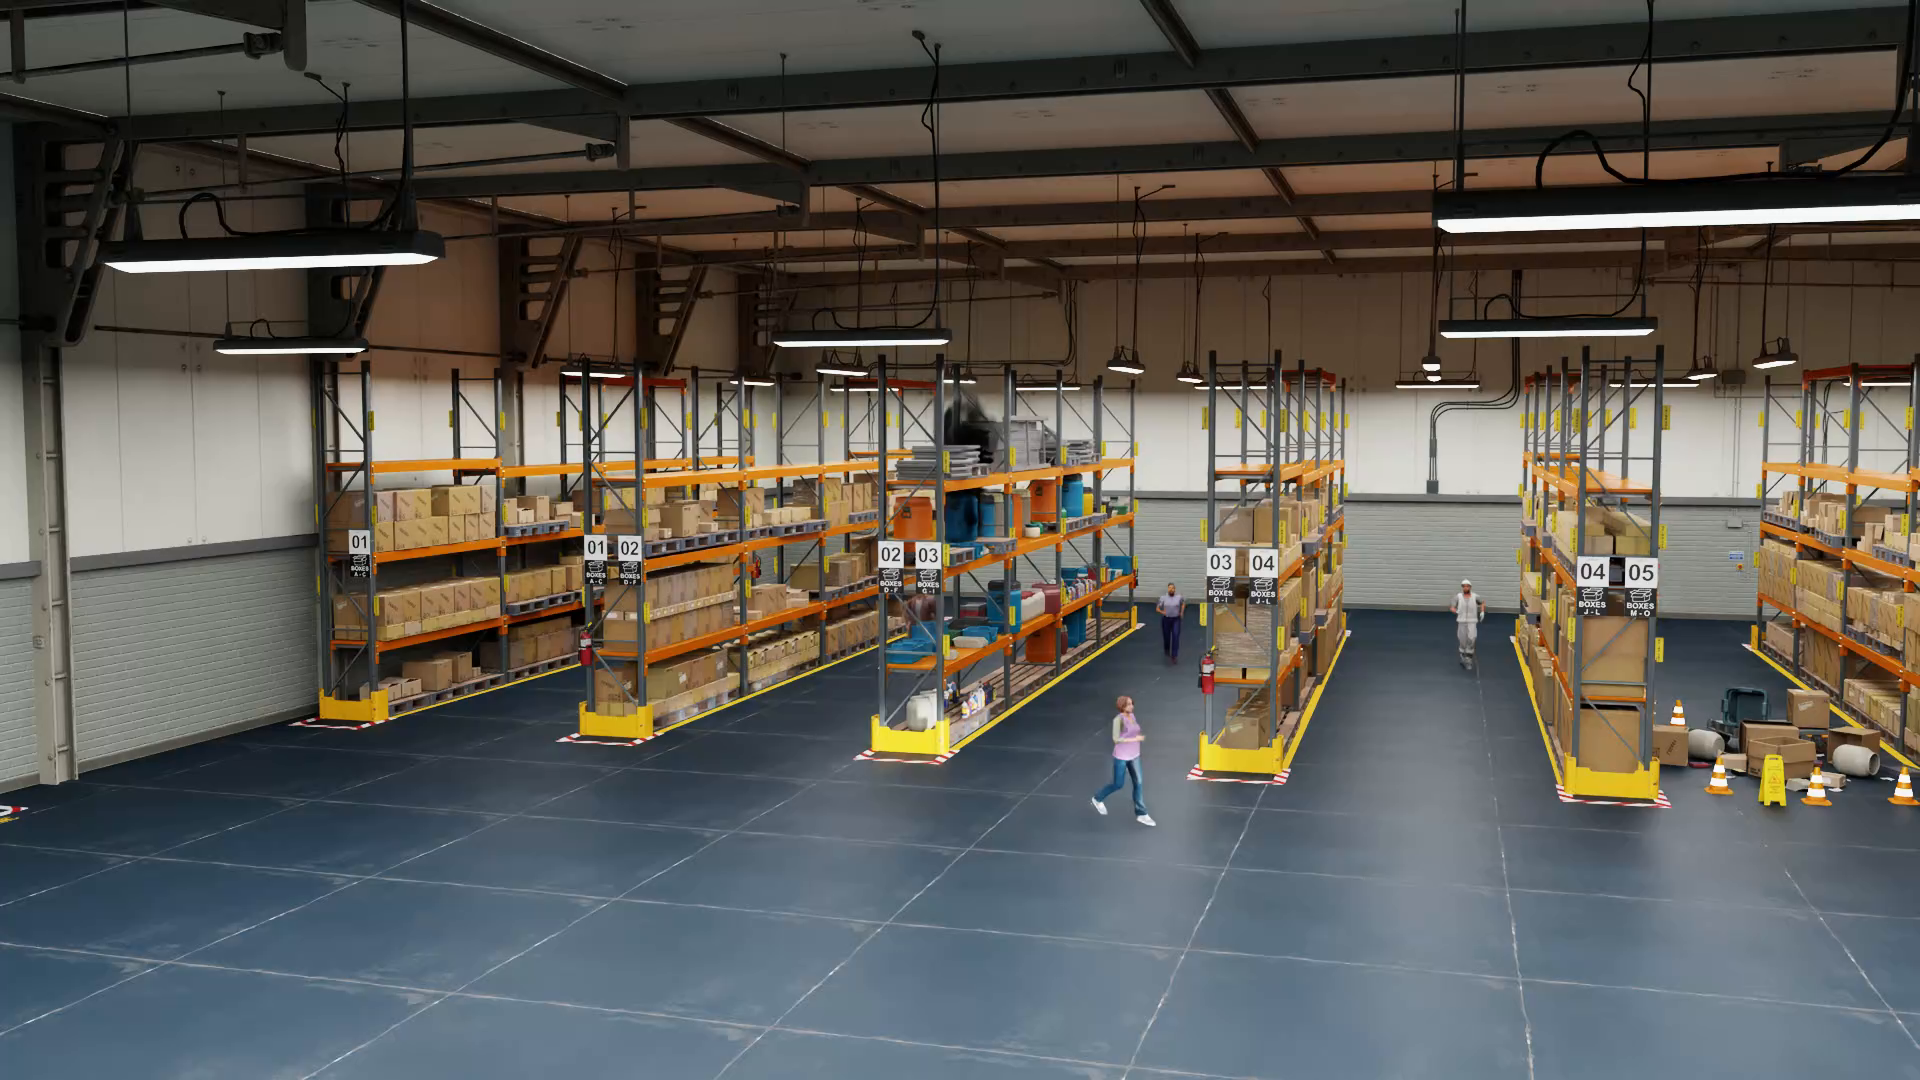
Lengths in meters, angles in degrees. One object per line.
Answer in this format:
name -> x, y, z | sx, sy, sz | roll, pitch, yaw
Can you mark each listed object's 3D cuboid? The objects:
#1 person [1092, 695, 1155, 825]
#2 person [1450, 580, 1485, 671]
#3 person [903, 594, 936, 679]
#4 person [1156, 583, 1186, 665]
person -> 2.048, 2.710, 20.664 | 0.895, 1.583, 0.539 | 4, 6, 43
person -> 10.284, 1.713, 33.717 | 0.662, 1.820, 0.796 | 2, 4, 21
person -> -0.721, 1.673, 30.645 | 0.712, 1.728, 0.653 | 1, 4, 17
person -> 4.375, 1.720, 34.493 | 0.611, 1.637, 0.931 | 0, 4, 6
